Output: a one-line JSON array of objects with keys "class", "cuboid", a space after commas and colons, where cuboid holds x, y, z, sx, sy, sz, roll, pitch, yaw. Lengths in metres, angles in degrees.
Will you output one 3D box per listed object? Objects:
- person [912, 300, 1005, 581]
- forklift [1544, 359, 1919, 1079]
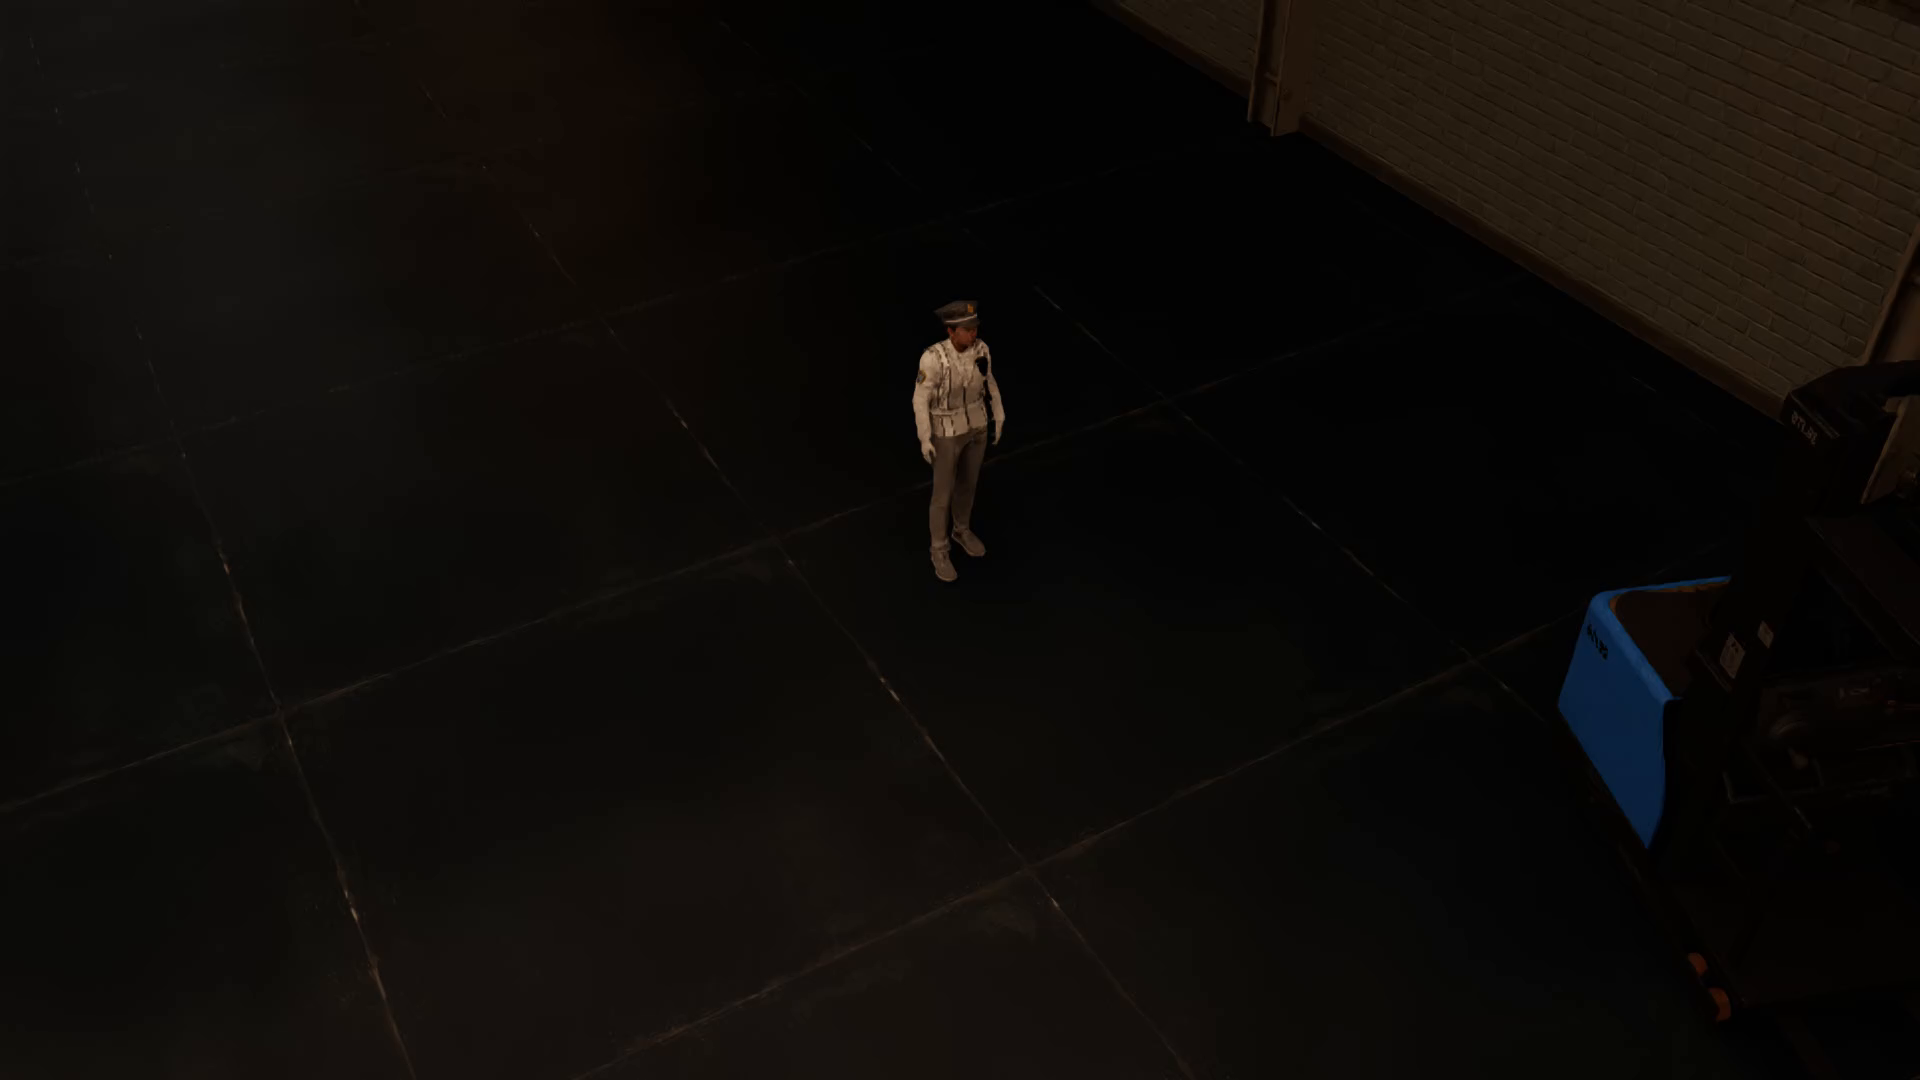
[{"class": "person", "cuboid": [0.028, -0.618, 9.738, 0.586, 1.695, 0.533, -20, 44, -23]}, {"class": "forklift", "cuboid": [3.907, 0.832, 7.034, 1.130, 2.935, 3.031, -7, 40, -8]}]
